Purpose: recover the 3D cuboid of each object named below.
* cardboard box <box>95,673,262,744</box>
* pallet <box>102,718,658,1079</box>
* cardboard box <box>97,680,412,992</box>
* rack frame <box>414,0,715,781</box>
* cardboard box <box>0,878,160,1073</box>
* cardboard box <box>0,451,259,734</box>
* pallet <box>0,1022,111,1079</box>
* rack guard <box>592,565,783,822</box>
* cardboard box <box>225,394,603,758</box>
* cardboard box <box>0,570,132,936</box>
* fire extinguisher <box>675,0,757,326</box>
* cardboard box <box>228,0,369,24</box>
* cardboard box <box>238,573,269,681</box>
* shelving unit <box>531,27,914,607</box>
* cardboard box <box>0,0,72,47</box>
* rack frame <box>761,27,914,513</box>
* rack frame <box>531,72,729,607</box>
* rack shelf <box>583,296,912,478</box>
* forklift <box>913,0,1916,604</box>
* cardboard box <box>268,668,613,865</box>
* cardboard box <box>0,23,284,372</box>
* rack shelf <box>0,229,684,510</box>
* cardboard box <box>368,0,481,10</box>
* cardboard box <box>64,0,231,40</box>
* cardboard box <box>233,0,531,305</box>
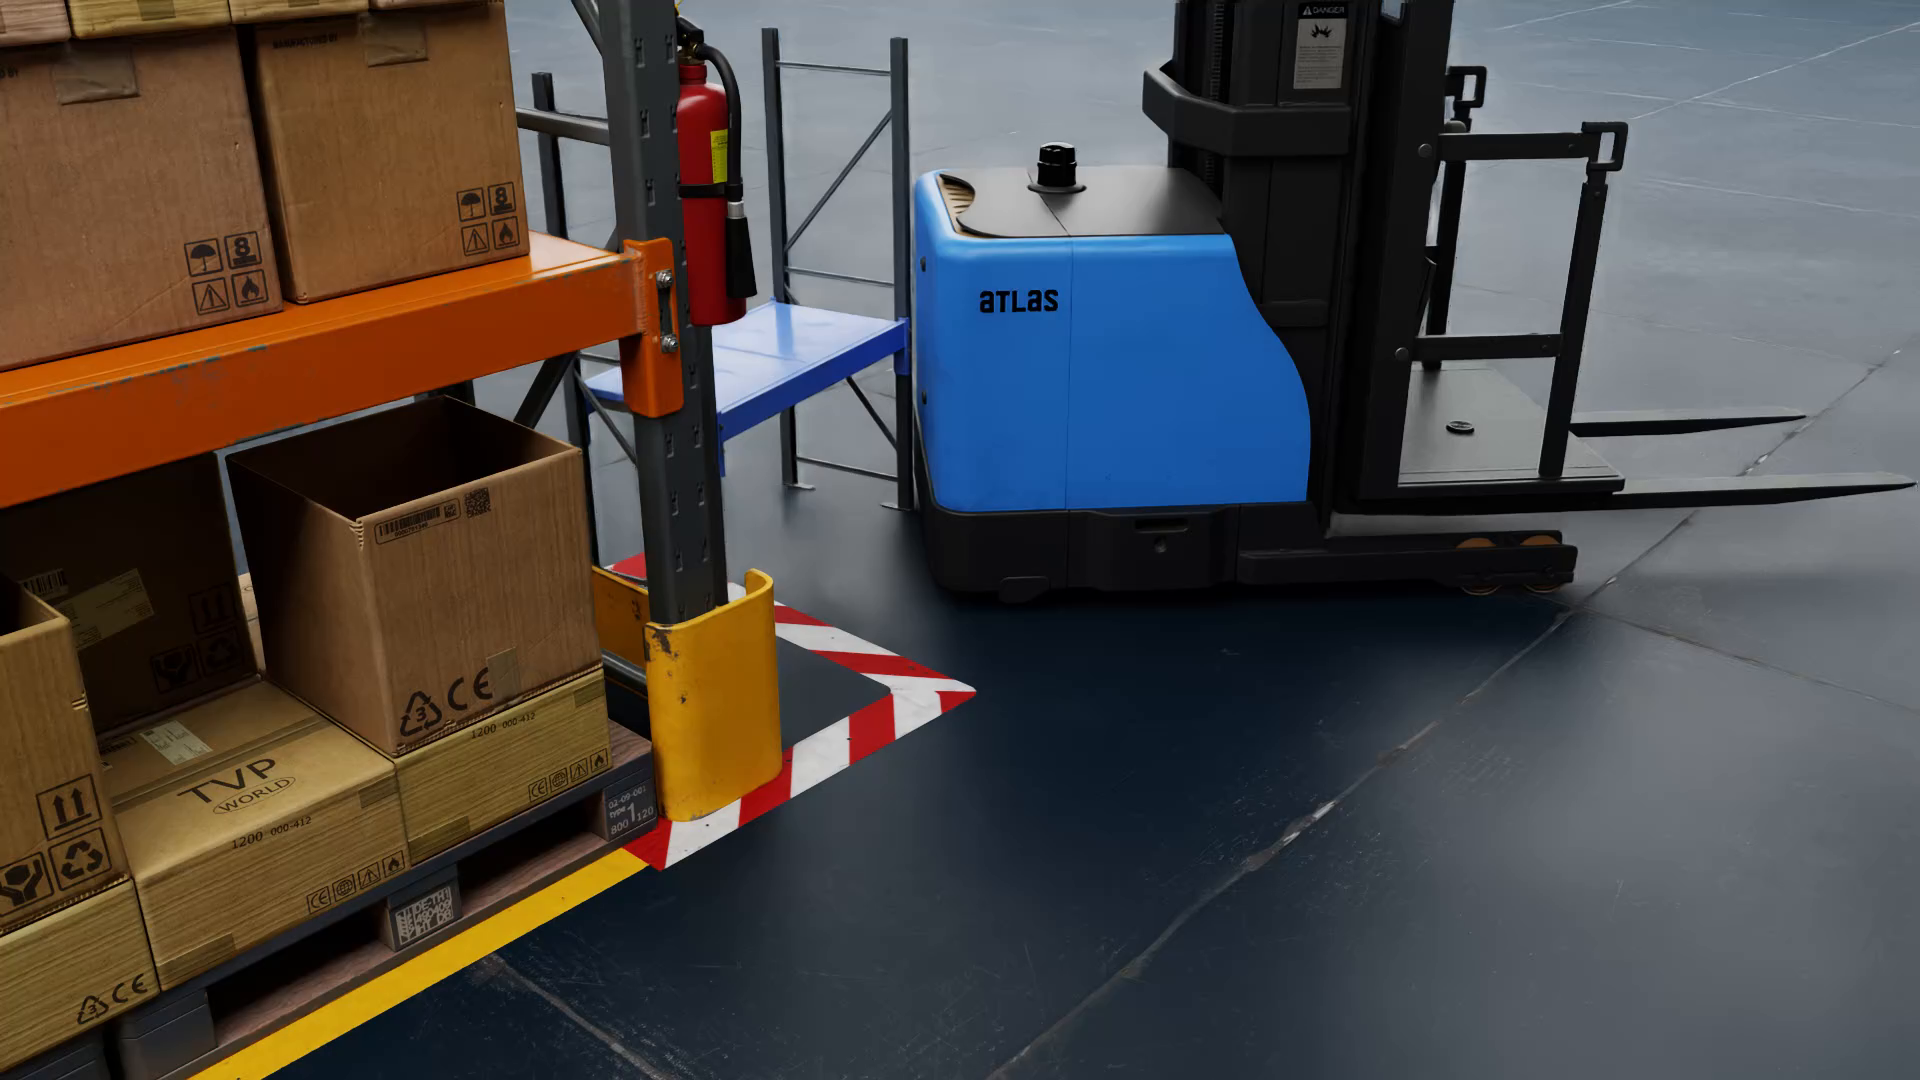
[{"bbox_3d":[-1.822,0.403,3.532,0.500,0.250,0.500,20,31,38],"label":"cardboard box"},{"bbox_3d":[-1.447,0.601,3.652,1.003,0.211,1.213,20,31,38],"label":"pallet"},{"bbox_3d":[-1.430,0.547,3.212,0.500,0.250,0.500,20,31,38],"label":"cardboard box"},{"bbox_3d":[-0.968,-0.916,3.627,1.000,3.000,0.127,20,31,38],"label":"rack frame"},{"bbox_3d":[-1.763,0.700,2.871,0.500,0.250,0.500,20,31,38],"label":"cardboard box"},{"bbox_3d":[-1.823,0.060,3.380,0.500,0.500,0.500,20,31,38],"label":"cardboard box"},{"bbox_3d":[-2.261,0.971,2.827,1.003,0.211,1.213,20,31,38],"label":"pallet"},{"bbox_3d":[-0.952,0.217,4.154,1.175,0.500,0.348,20,31,38],"label":"rack guard"},{"bbox_3d":[-1.104,0.050,3.404,0.500,0.500,0.500,20,31,38],"label":"cardboard box"},{"bbox_3d":[-1.760,0.358,2.716,0.500,0.500,0.500,20,31,38],"label":"cardboard box"},{"bbox_3d":[-0.543,-0.790,3.440,0.296,0.674,0.183,20,31,38],"label":"fire extinguisher"},{"bbox_3d":[-1.254,-1.009,2.919,0.380,0.149,0.250,21,32,39],"label":"cardboard box"},{"bbox_3d":[-1.491,0.250,3.874,0.500,0.250,0.500,20,31,38],"label":"cardboard box"},{"bbox_3d":[-0.623,-0.644,4.854,0.538,1.500,1.048,13,27,26],"label":"shelving unit"},{"bbox_3d":[-1.595,-0.855,2.576,0.380,0.149,0.250,21,31,38],"label":"cardboard box"},{"bbox_3d":[-0.378,-0.827,5.260,0.500,1.500,0.032,13,27,26],"label":"rack frame"},{"bbox_3d":[-0.868,-0.462,4.447,0.500,1.500,0.032,13,27,26],"label":"rack frame"},{"bbox_3d":[-0.623,-0.480,4.927,0.538,0.185,1.000,13,27,26],"label":"rack shelf"},{"bbox_3d":[1.392,-1.388,4.763,3.031,2.935,1.130,-2,24,-5],"label":"forklift"},{"bbox_3d":[-1.106,0.391,3.559,0.500,0.250,0.500,20,31,38],"label":"cardboard box"},{"bbox_3d":[-1.636,-0.662,2.937,0.700,0.500,0.500,21,32,39],"label":"cardboard box"},{"bbox_3d":[-2.302,0.022,2.415,1.077,0.370,4.000,20,31,38],"label":"rack shelf"},{"bbox_3d":[-1.081,-1.089,3.098,0.380,0.149,0.250,20,31,37],"label":"cardboard box"},{"bbox_3d":[-1.425,-0.931,2.745,0.380,0.149,0.250,20,31,37],"label":"cardboard box"},{"bbox_3d":[-1.289,-0.823,3.297,0.700,0.500,0.500,20,31,38],"label":"cardboard box"}]
